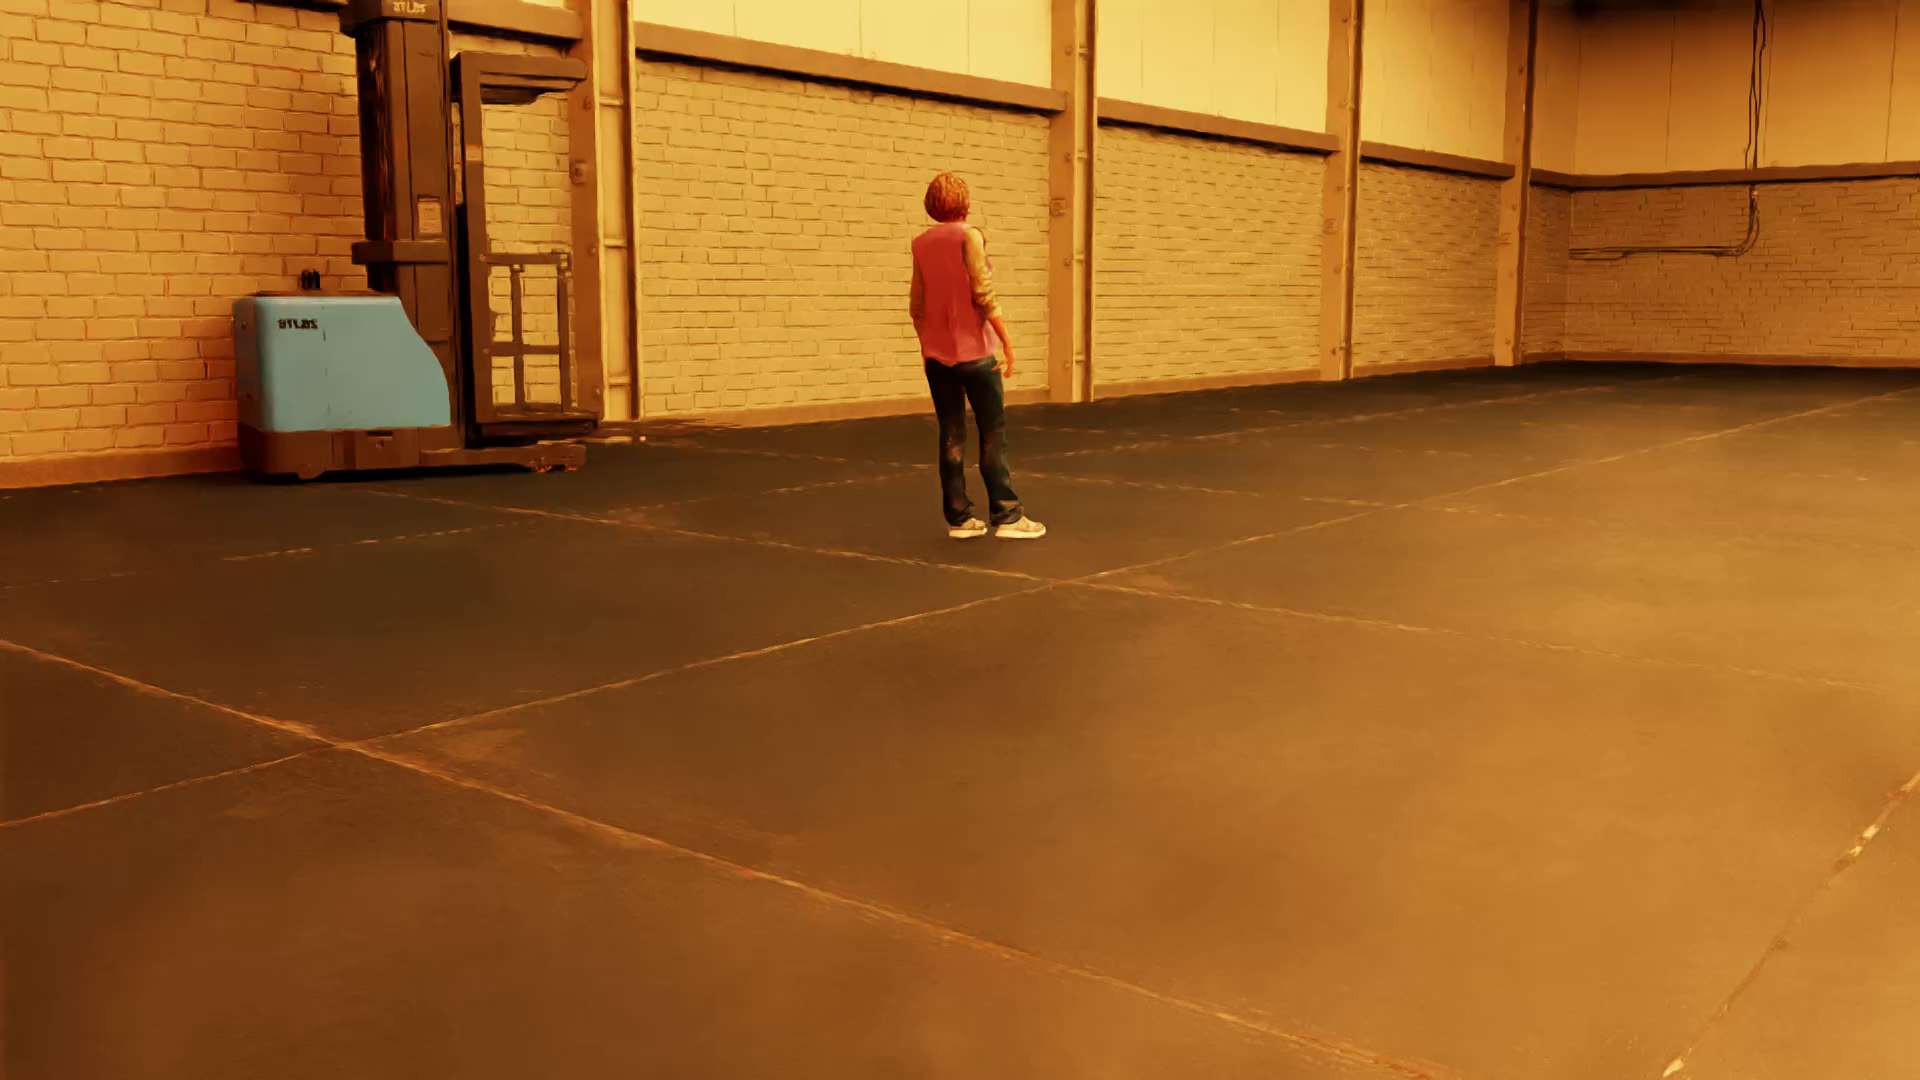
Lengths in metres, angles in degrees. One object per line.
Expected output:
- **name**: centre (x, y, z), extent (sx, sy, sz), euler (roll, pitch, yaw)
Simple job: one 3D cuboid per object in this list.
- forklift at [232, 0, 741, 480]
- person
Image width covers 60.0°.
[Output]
- **forklift**: centre (-2.932, -1.931, 10.477), extent (3.031, 2.935, 1.130), euler (-5, 10, -31)
- **person**: centre (0.057, -0.804, 7.337), extent (0.520, 1.597, 0.474), euler (7, 11, 38)
